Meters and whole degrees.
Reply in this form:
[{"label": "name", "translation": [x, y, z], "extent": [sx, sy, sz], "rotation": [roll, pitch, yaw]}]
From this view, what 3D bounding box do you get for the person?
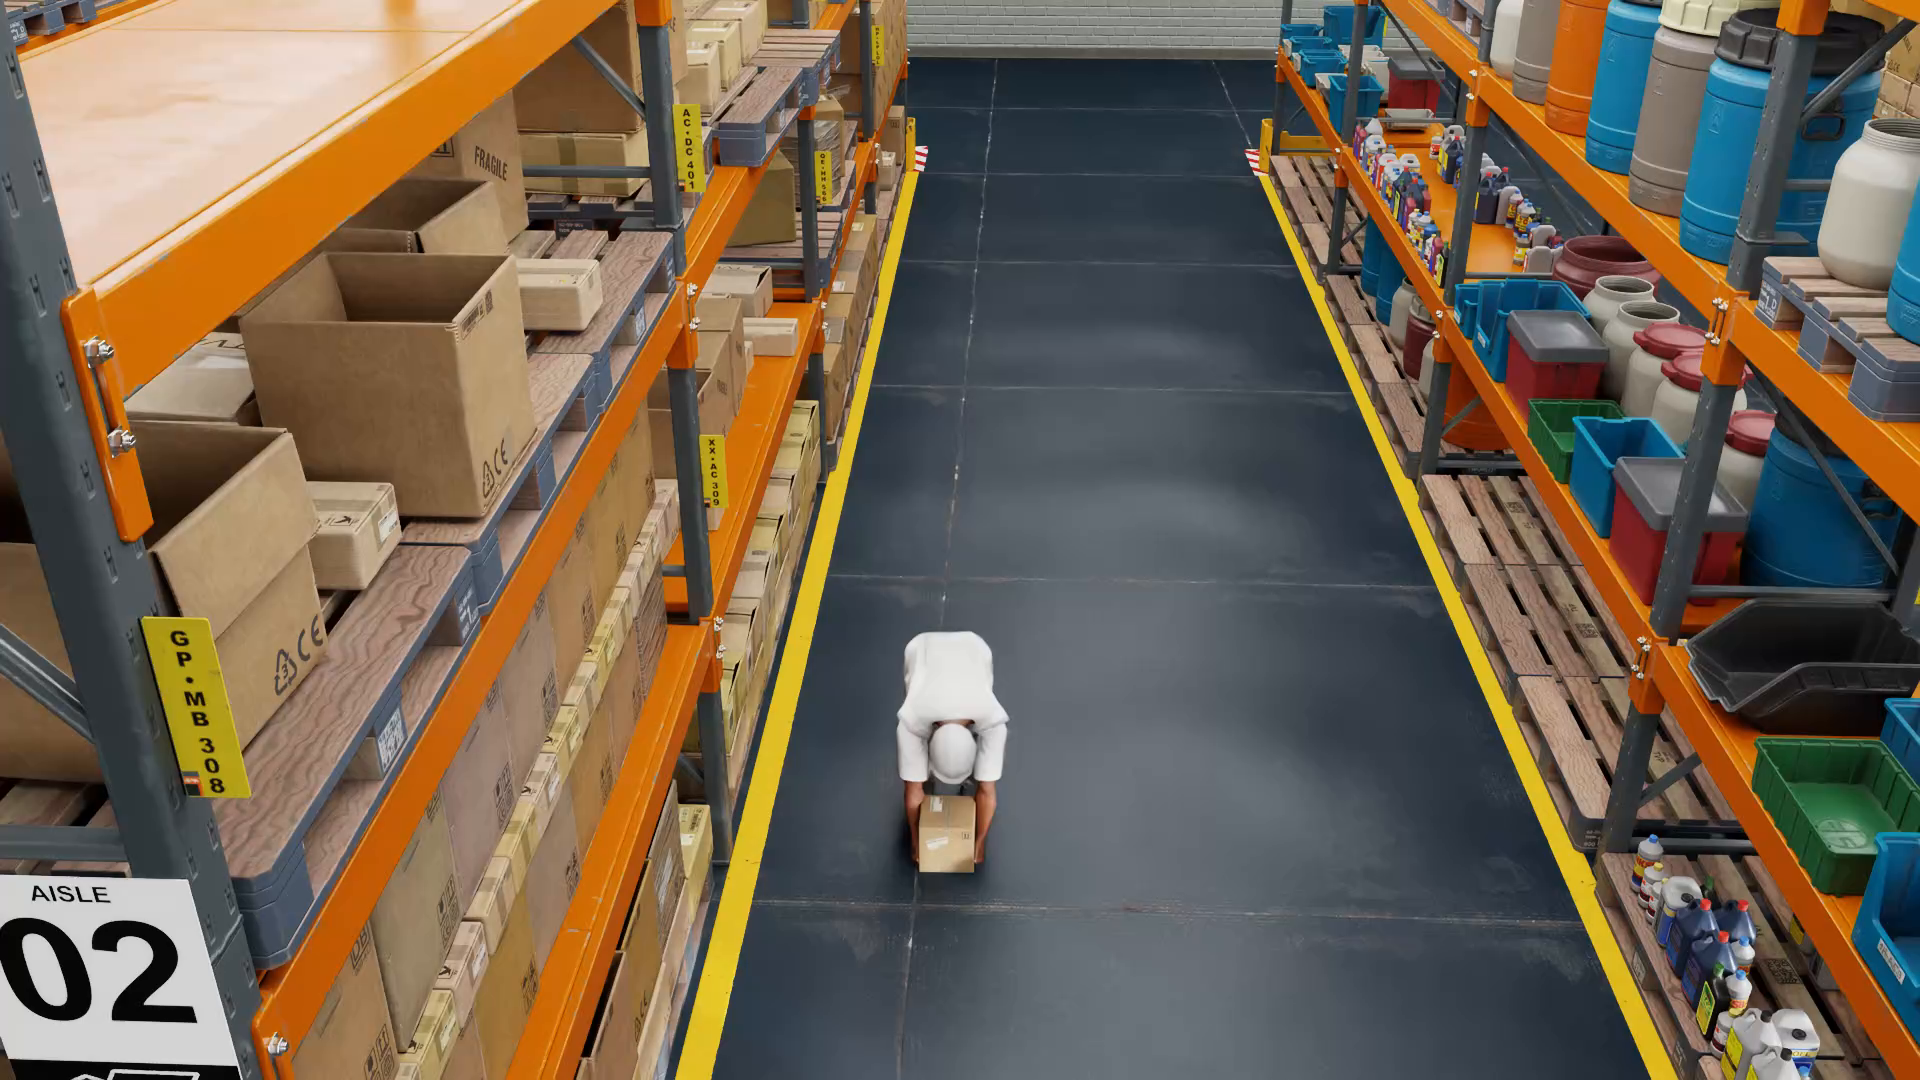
[{"label": "person", "translation": [-0.039, 0.949, 7.787], "extent": [0.515, 0.874, 0.979], "rotation": [0, 28, 0]}]
